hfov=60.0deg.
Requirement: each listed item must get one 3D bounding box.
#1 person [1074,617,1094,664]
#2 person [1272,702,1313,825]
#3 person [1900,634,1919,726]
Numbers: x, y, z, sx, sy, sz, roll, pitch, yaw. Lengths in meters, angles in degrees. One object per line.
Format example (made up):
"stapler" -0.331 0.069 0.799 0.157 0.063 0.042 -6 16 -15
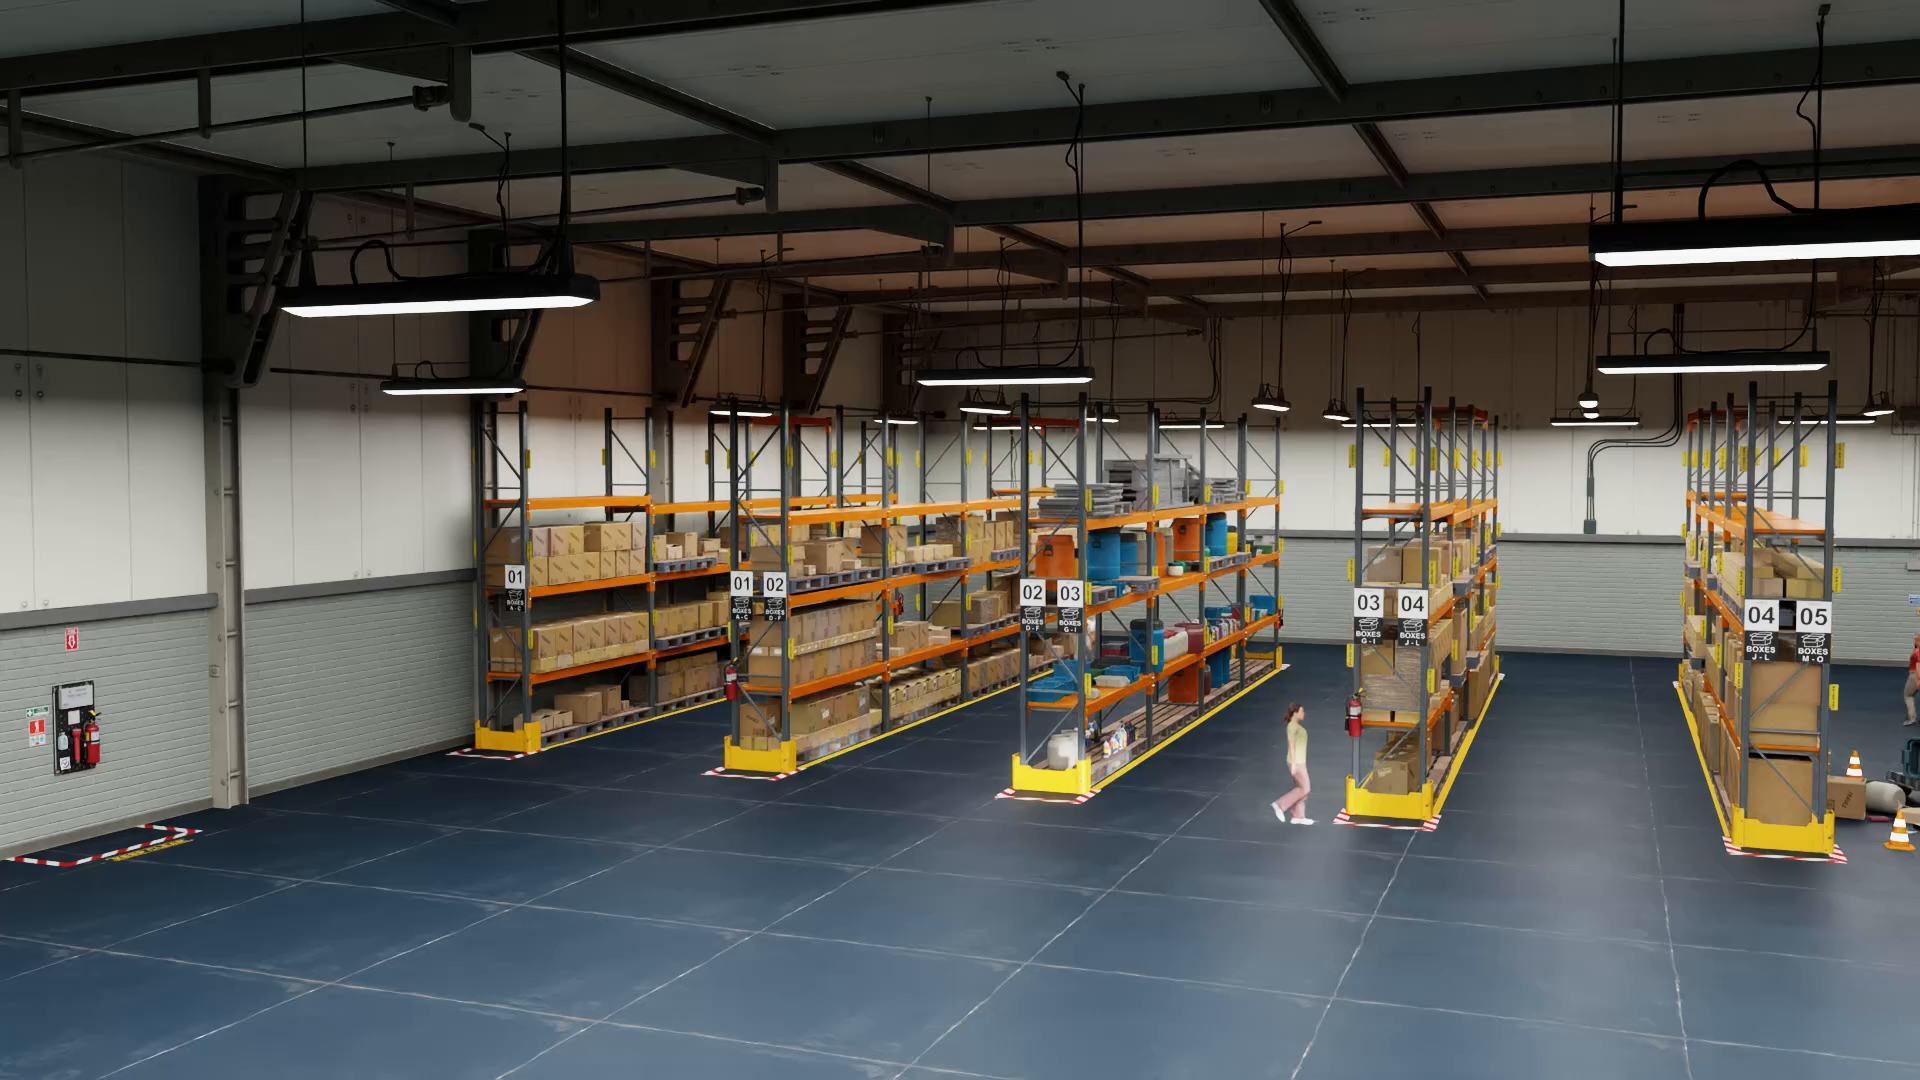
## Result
"person" 2.799 2.356 37.549 0.500 1.604 1.034 1 3 19
"person" 4.548 3.045 22.684 0.551 1.667 0.470 1 3 14
"person" 17.978 2.656 31.050 0.546 1.773 0.557 0 3 -2
